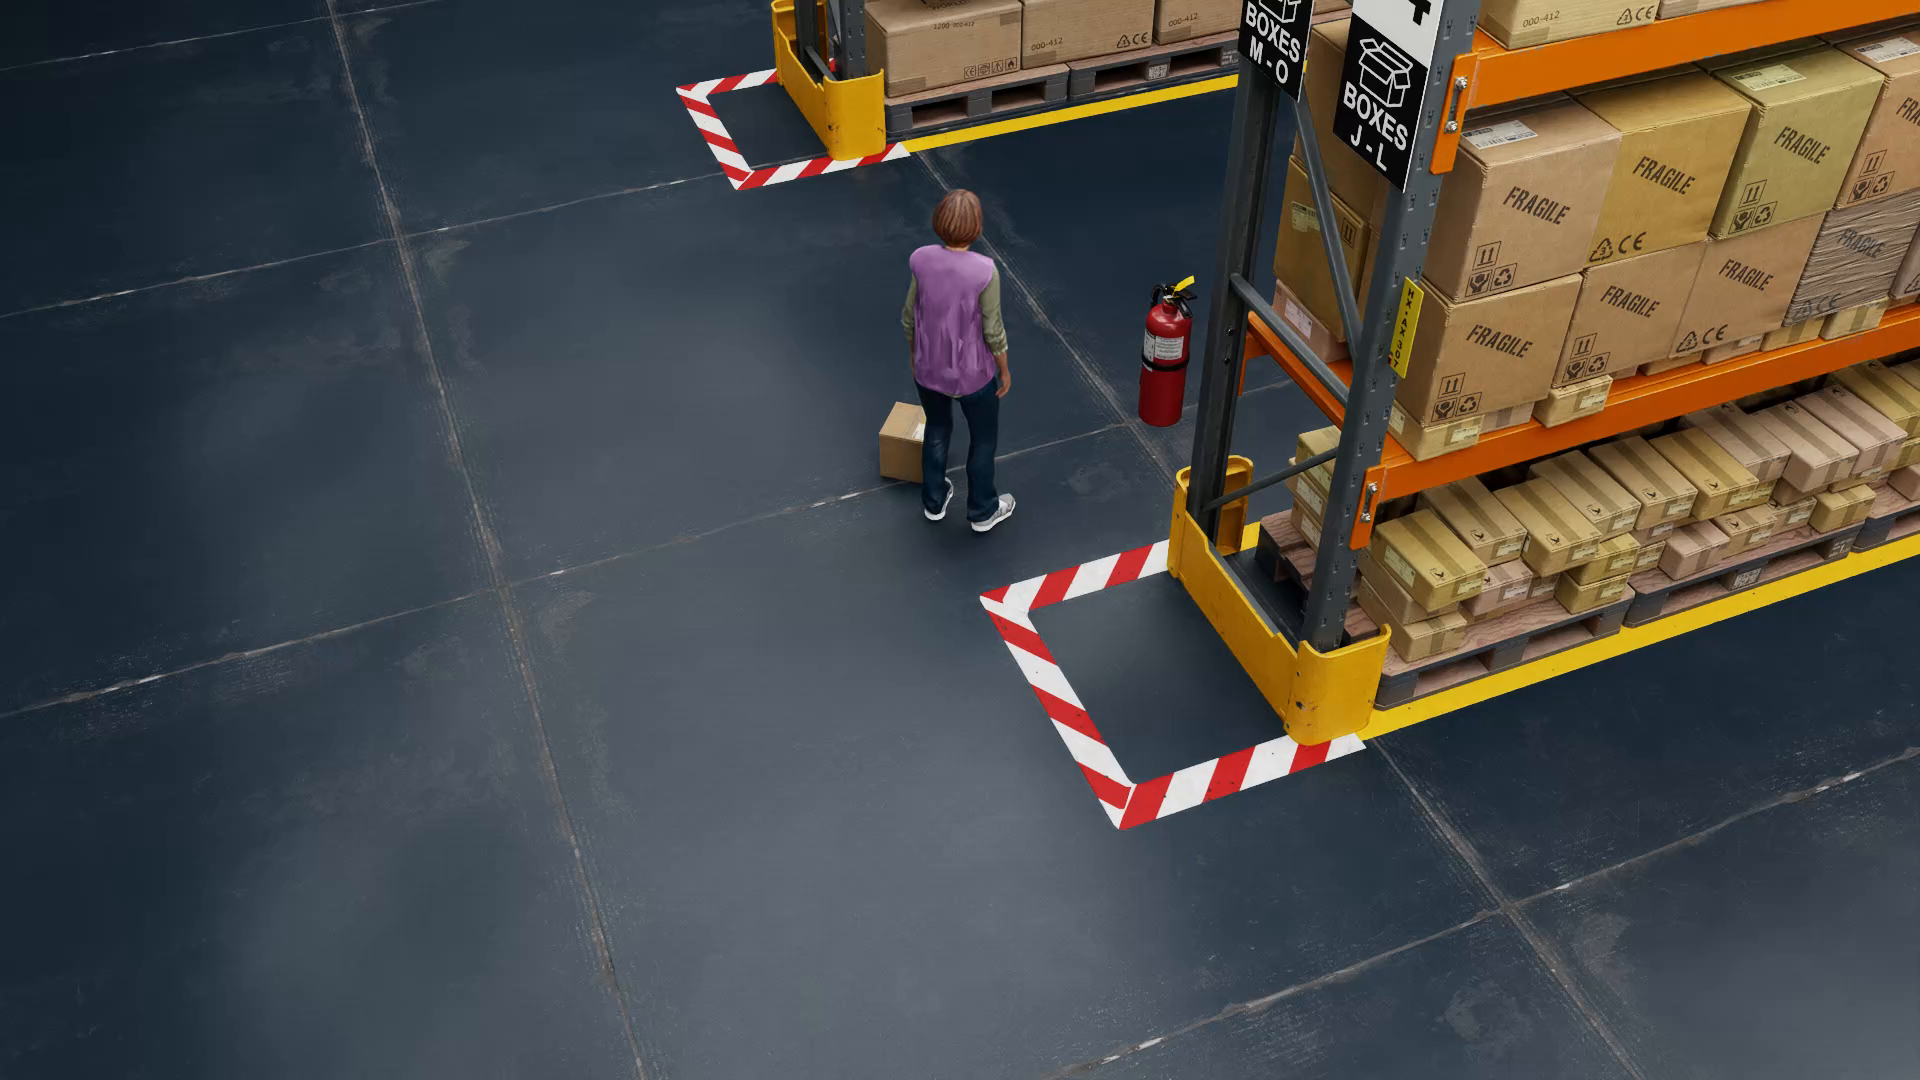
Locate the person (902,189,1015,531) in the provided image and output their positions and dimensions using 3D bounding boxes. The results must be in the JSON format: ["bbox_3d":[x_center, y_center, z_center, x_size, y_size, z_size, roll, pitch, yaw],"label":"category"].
[{"bbox_3d":[-0.012,-0.712,6.958,0.465,1.581,0.347,16,45,17],"label":"person"}]
